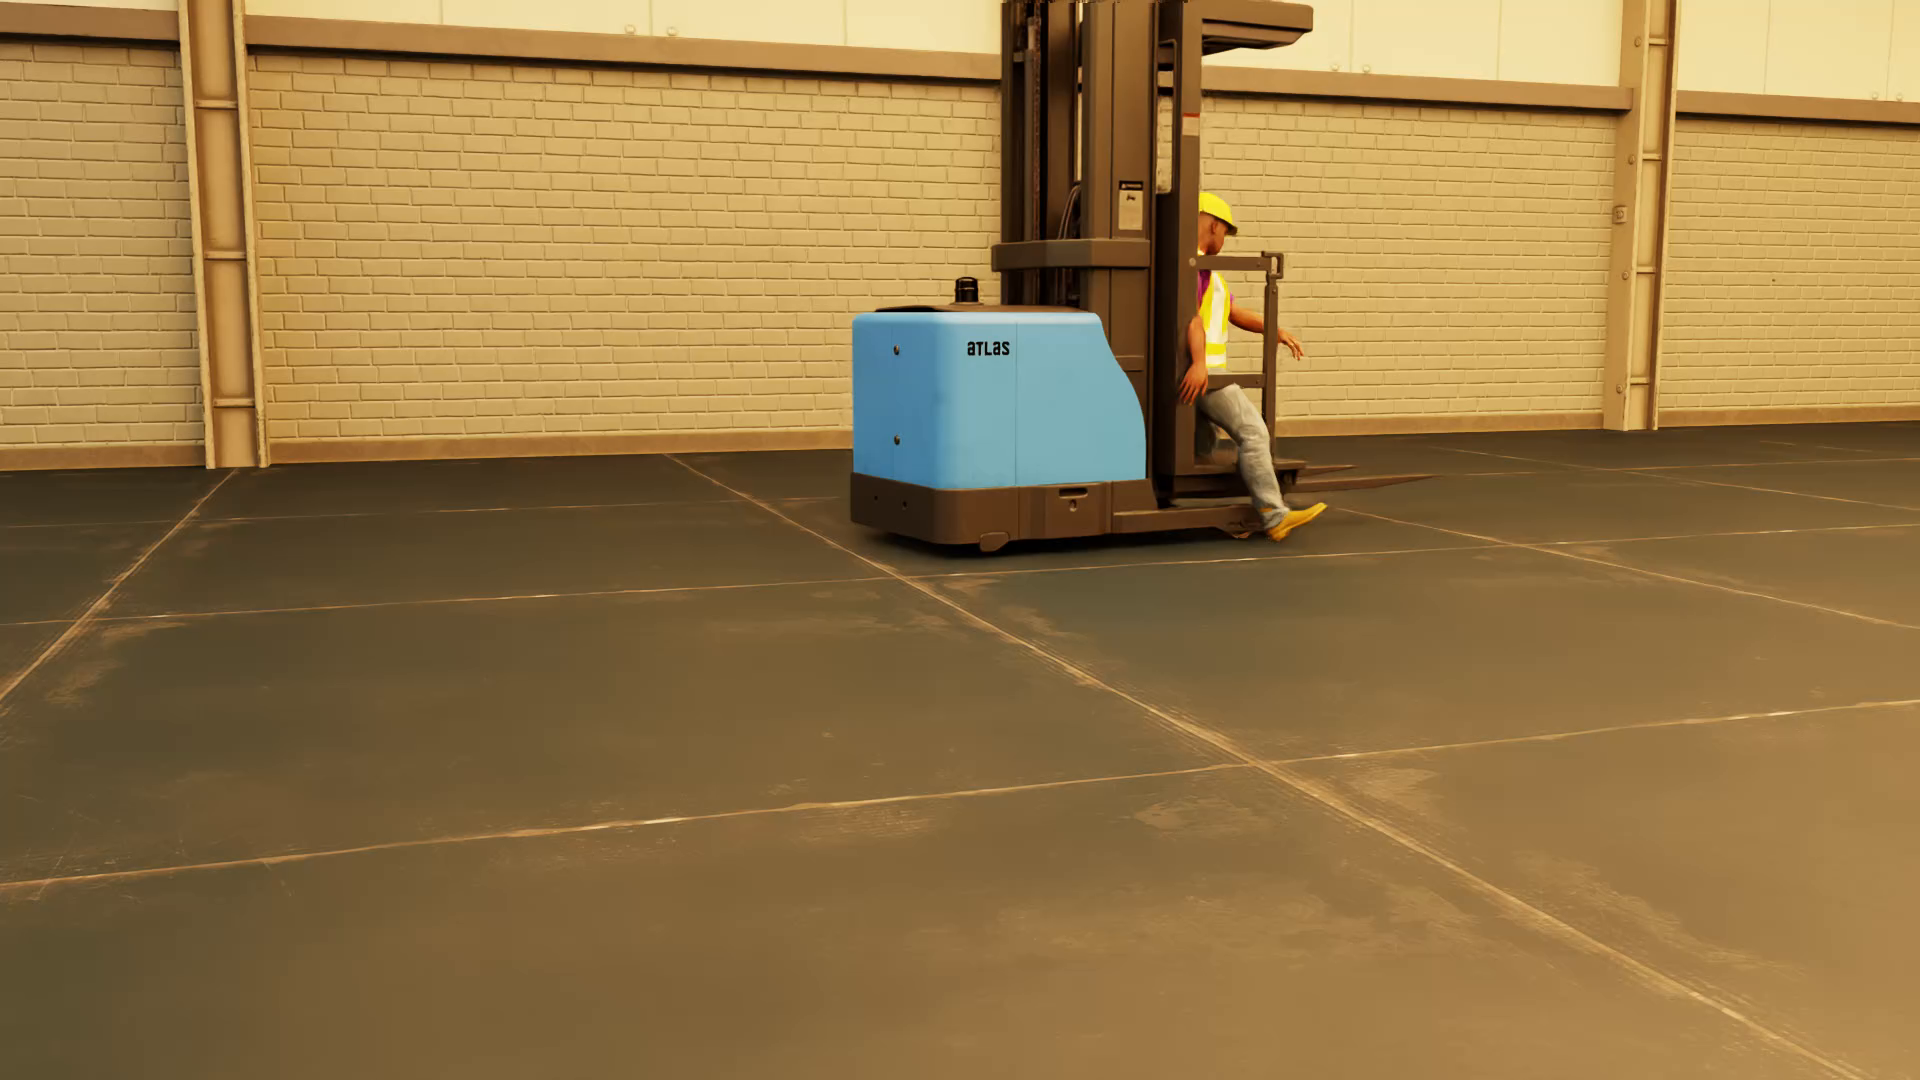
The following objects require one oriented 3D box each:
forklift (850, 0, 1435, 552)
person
[{"bbox_3d":[1.015,-1.514,8.179,3.031,2.935,1.130,-4,9,-28],"label":"forklift"},{"bbox_3d":[1.260,-0.831,7.965,0.991,1.653,0.807,1,8,9],"label":"person"}]
